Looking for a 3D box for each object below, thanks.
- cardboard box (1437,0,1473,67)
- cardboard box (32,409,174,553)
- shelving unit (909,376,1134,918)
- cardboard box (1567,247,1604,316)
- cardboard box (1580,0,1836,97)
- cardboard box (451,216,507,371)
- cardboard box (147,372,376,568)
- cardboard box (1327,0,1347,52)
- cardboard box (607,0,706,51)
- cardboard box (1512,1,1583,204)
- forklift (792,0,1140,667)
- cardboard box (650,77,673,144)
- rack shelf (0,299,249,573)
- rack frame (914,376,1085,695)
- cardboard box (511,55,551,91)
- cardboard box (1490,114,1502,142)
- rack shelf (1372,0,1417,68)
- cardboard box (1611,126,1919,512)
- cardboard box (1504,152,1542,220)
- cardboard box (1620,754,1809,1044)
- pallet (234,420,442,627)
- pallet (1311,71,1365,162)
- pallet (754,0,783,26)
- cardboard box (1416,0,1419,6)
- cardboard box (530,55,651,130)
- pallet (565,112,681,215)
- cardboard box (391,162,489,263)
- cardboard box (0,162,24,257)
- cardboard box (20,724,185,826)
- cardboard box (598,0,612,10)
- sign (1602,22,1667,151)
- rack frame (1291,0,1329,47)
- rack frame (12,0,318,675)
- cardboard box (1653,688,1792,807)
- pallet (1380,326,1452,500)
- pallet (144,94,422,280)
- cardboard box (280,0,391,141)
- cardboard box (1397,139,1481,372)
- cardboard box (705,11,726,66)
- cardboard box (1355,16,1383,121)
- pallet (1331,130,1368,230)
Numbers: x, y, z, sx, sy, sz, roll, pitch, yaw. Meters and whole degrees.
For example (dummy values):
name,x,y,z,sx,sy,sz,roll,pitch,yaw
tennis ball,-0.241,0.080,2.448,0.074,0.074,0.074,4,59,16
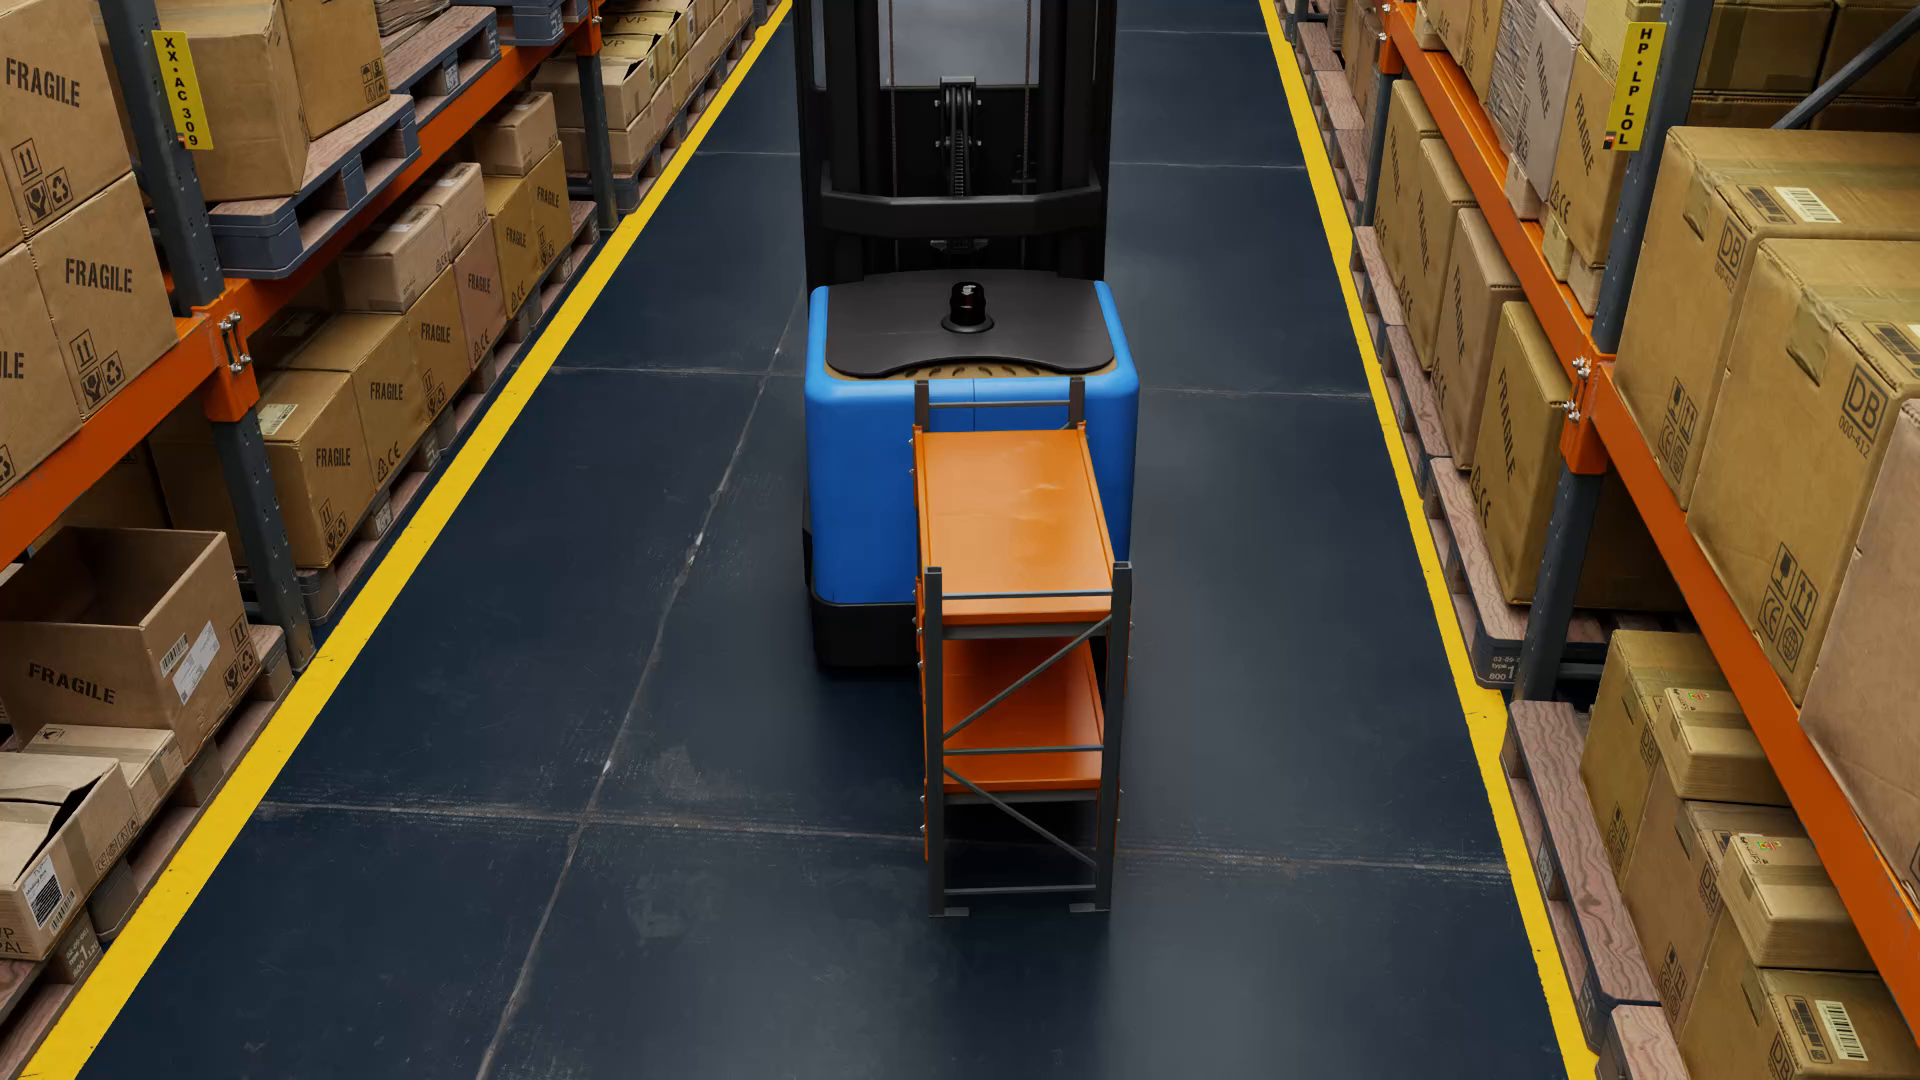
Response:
name,x,y,z,sx,sy,sz,roll,pitch,yaw
cardboard box,2.197,-2.167,6.509,0.500,0.500,0.500,2,32,4
cardboard box,-2.924,-0.276,5.803,0.500,0.500,0.500,2,32,4
shelving unit,0.140,0.278,4.726,0.538,1.125,1.048,-1,32,-2
cardboard box,2.004,-0.764,4.851,0.380,0.149,0.250,3,32,4
cardboard box,2.042,-1.425,4.591,0.500,0.250,0.500,3,32,5
cardboard box,-2.274,-1.053,7.064,0.500,0.500,0.500,1,32,2
cardboard box,-2.396,-0.249,5.758,0.500,0.500,0.500,1,32,2
cardboard box,2.867,-3.594,11.186,0.700,0.500,0.500,3,32,6
cardboard box,-1.898,-3.293,10.421,0.500,0.311,0.500,2,32,3
cardboard box,2.077,-1.370,5.217,0.500,0.500,0.500,3,32,4
forklift,-0.031,-1.576,6.014,1.130,2.935,3.031,-1,32,-2
cardboard box,-1.977,-2.507,9.680,0.500,0.250,0.500,2,32,3
rack shelf,-2.841,0.469,3.316,1.077,0.370,4.000,2,32,4
rack frame,0.116,0.012,5.158,0.500,1.125,0.032,-1,32,-2
cardboard box,-2.556,-2.506,9.143,0.500,0.311,0.500,3,32,5
cardboard box,2.185,-1.565,6.150,0.380,0.149,0.250,3,32,6
rack shelf,2.748,-3.505,9.763,1.077,0.370,4.000,2,32,4
cardboard box,2.199,-0.518,3.946,0.980,0.700,0.700,3,32,5
cardboard box,2.030,-1.171,5.511,0.380,0.149,0.250,2,32,4
cardboard box,2.052,0.861,3.976,0.700,0.500,0.500,2,32,3
pallet,-2.650,-0.123,6.248,1.003,0.211,1.213,2,32,4
pallet,2.752,-2.623,10.304,1.003,0.211,1.213,2,32,4
pallet,-1.921,-4.293,13.015,1.003,0.211,1.213,2,32,4
cardboard box,2.327,-2.504,7.675,0.380,0.149,0.250,2,32,3
cardboard box,-2.017,-2.483,9.106,0.500,0.311,0.500,3,32,6
pallet,-2.247,-2.216,9.645,1.003,0.211,1.213,2,32,4
cardboard box,-2.274,-1.353,6.835,0.500,0.250,0.500,2,32,3
cardboard box,-2.501,-0.808,3.653,0.500,0.500,0.500,2,32,3
cardboard box,-2.413,0.652,4.631,0.380,0.149,0.250,2,32,4
cardboard box,-2.433,-3.304,10.438,0.500,0.311,0.500,3,32,5
sign,1.717,-1.151,4.230,0.100,0.325,0.005,2,32,4
rack frame,2.910,-4.857,11.272,1.000,3.000,0.127,2,32,4
rack frame,-2.678,-0.883,4.824,1.000,3.000,0.127,2,32,4
cardboard box,1.886,0.494,3.954,0.380,0.149,0.250,3,32,6
pallet,2.344,-0.533,6.913,1.003,0.211,1.213,2,32,4
pallet,-2.505,-1.214,5.545,1.003,0.211,1.213,2,32,4
cardboard box,-2.424,-1.705,5.662,0.700,0.500,0.500,7,32,12
cardboard box,2.316,-1.192,6.974,0.750,0.750,0.750,2,32,4
cardboard box,-1.856,-3.313,10.988,0.500,0.250,0.500,3,32,5
cardboard box,2.761,-2.792,9.885,0.700,0.500,0.500,2,32,4
pallet,2.650,-1.986,9.272,1.003,0.211,1.213,2,32,4
